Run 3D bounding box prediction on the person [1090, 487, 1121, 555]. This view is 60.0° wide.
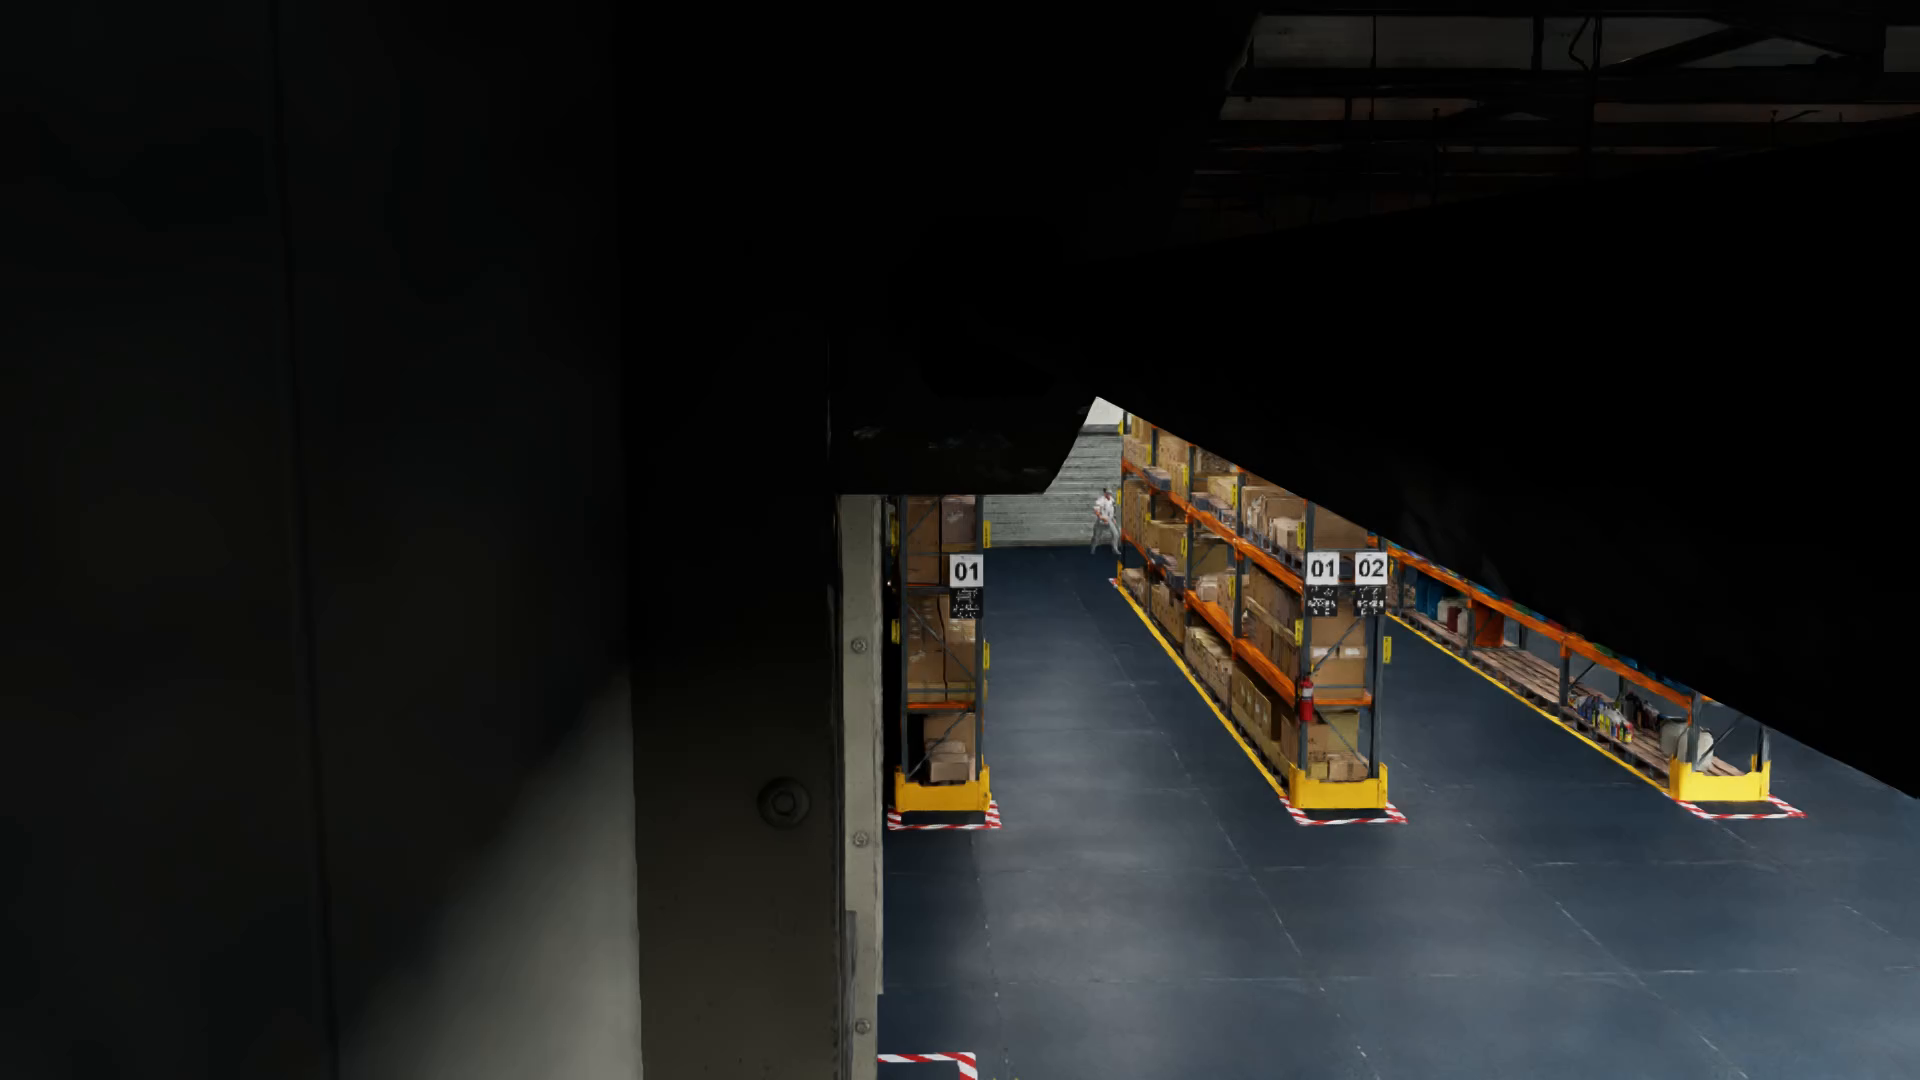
[{"bbox_3d":[3.542,-0.486,40.500,0.697,1.695,0.831,-3,9,-21],"label":"person"}]
